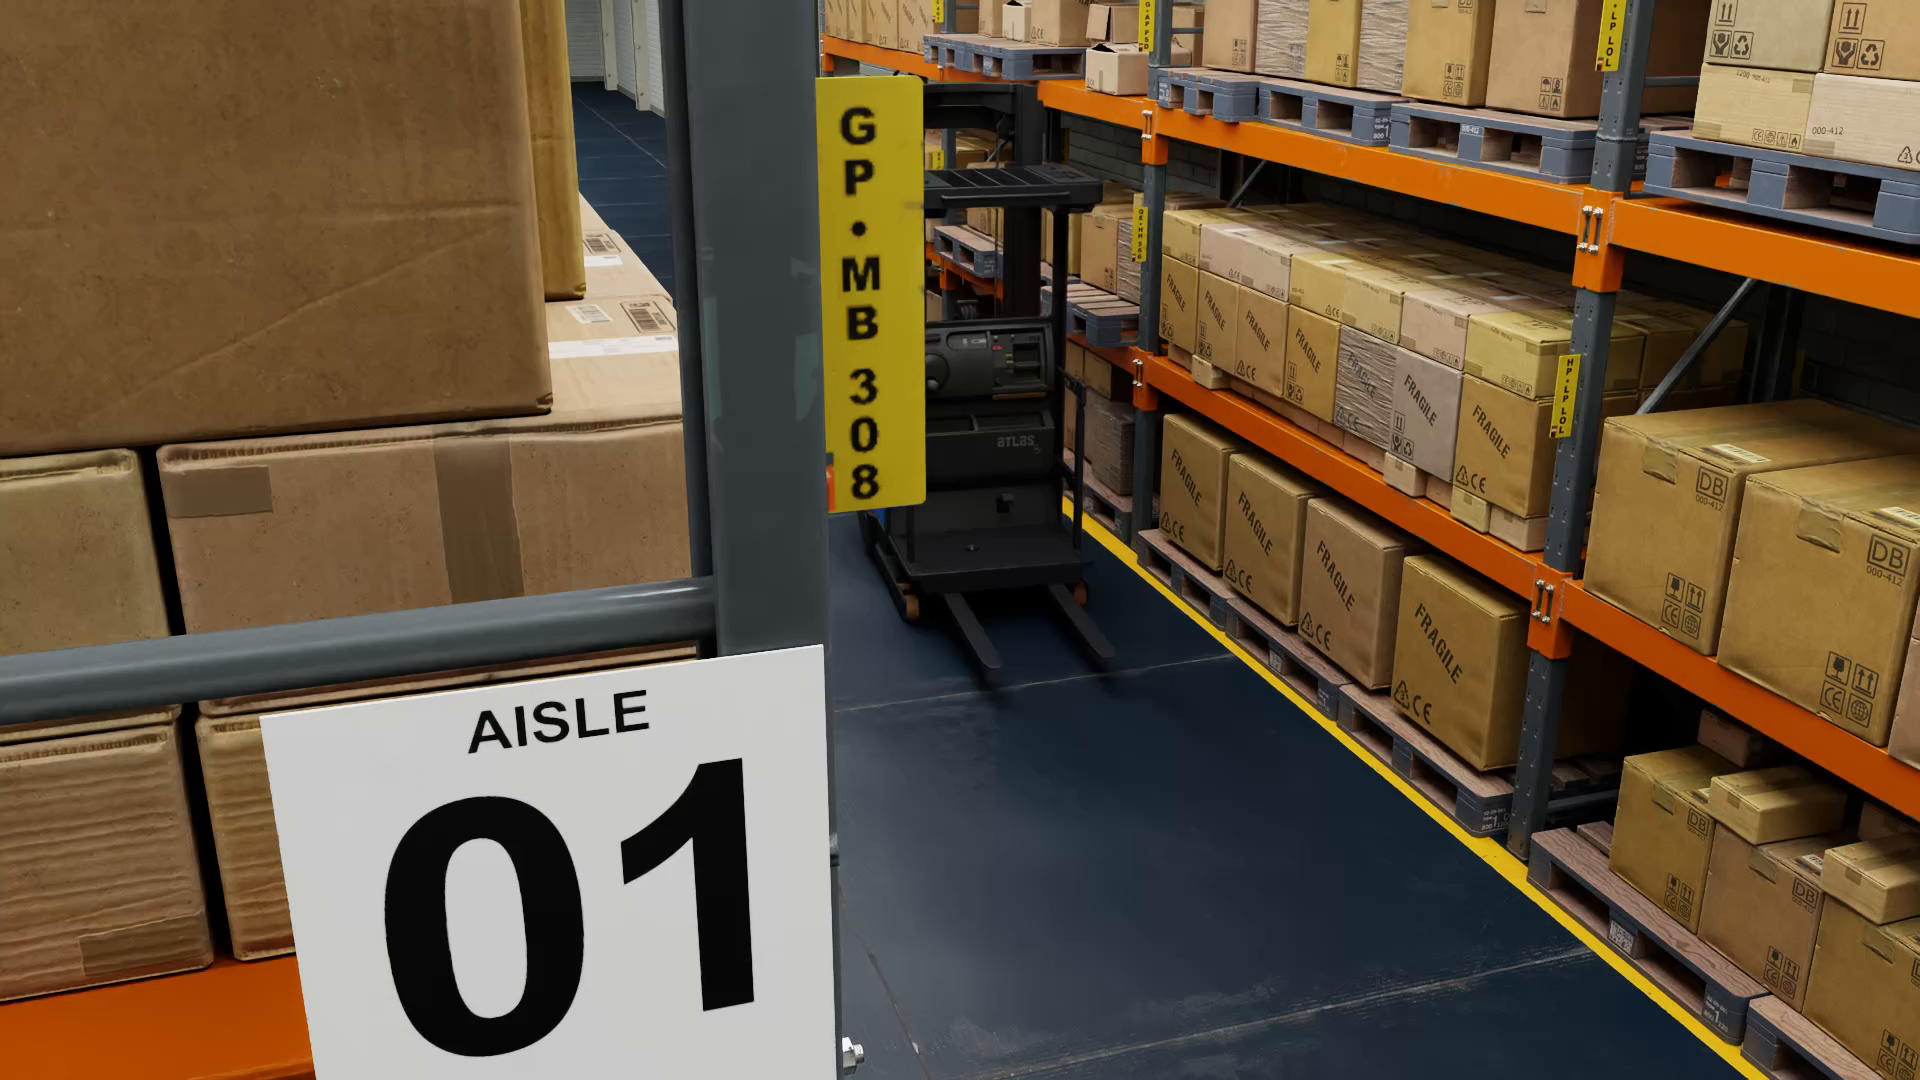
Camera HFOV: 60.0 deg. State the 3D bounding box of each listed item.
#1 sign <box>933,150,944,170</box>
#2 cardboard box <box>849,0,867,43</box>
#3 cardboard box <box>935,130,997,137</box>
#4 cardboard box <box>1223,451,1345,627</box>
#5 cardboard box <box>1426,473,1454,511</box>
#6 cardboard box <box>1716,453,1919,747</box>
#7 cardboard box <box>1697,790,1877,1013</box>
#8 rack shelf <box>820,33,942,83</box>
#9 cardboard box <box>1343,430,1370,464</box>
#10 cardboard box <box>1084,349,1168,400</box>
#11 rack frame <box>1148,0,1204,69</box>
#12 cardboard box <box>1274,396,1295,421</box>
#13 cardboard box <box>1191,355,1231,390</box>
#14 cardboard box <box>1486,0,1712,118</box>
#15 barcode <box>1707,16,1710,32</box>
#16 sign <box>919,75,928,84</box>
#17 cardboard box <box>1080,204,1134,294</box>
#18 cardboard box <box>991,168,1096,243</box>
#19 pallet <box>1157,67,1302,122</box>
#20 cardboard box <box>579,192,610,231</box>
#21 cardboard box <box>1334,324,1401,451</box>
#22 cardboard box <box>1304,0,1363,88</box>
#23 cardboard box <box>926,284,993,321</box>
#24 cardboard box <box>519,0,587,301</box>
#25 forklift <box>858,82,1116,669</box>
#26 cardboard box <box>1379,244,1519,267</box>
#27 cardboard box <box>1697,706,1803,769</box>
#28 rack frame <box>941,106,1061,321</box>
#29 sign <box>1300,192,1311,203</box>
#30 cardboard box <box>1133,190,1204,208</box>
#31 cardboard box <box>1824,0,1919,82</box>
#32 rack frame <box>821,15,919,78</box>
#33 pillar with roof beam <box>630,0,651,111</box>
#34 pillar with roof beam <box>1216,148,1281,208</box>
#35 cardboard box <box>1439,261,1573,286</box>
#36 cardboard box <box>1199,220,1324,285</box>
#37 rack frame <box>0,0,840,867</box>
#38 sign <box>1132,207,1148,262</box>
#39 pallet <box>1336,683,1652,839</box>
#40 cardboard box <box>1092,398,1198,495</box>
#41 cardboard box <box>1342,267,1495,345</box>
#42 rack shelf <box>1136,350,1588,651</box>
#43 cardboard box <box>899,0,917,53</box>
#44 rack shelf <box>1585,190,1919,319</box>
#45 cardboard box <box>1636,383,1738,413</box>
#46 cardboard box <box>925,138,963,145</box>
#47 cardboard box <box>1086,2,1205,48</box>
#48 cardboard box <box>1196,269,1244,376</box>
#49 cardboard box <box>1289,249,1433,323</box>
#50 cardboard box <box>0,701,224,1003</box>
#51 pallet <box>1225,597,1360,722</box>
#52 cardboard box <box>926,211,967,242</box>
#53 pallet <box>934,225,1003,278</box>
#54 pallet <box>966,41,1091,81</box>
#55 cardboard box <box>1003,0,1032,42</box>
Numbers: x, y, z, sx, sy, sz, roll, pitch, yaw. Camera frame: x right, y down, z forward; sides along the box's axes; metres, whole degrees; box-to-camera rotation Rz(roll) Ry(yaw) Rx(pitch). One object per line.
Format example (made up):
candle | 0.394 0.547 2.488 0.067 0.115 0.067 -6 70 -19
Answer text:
sign | -0.173 -3.022 13.613 0.100 0.325 0.005 -6 21 -17
cardboard box | -0.748 -4.951 15.647 0.500 0.500 0.500 -5 20 -15
cardboard box | 0.080 -3.467 15.214 0.500 0.500 0.500 -6 21 -16
cardboard box | 1.973 -0.046 9.165 0.750 0.750 0.750 -6 21 -17
cardboard box | 2.339 -0.244 7.500 0.380 0.149 0.250 -6 21 -16
cardboard box | 3.233 0.162 5.585 0.980 0.700 0.700 -7 21 -19
cardboard box | 3.147 1.283 5.983 0.700 0.500 0.500 -7 21 -18
rack shelf | -0.289 -4.390 15.328 1.077 0.370 4.000 -6 21 -17
cardboard box | 2.121 -0.490 8.185 0.380 0.149 0.250 -7 21 -19
cardboard box | 1.201 -1.190 11.730 0.500 0.250 0.500 -6 21 -16
rack frame | 1.597 -4.215 9.339 1.000 3.000 0.127 -6 21 -17
cardboard box | 1.911 -0.742 8.888 0.380 0.149 0.250 -6 21 -16
cardboard box | 1.555 -0.976 9.539 0.380 0.149 0.250 -6 21 -16
cardboard box | 2.682 -2.068 7.000 0.700 0.500 0.500 -8 21 -20
barcode | 3.007 -2.055 6.638 0.001 0.075 0.075 -5 20 -12
sign | -0.384 -4.705 17.398 0.100 0.325 0.005 -6 21 -17
cardboard box | 1.238 -1.972 11.170 0.700 0.500 0.500 -8 21 -22
cardboard box | 0.636 -2.582 12.869 0.700 0.500 0.500 -4 20 -12
pallet | 1.850 -2.513 9.318 1.213 0.211 1.003 -5 20 -15
cardboard box | -0.818 -0.387 2.600 0.500 0.250 0.500 -6 21 -17
cardboard box | 2.150 -0.750 7.951 0.500 0.500 0.500 -6 21 -17
cardboard box | 2.182 -2.564 8.383 0.700 0.500 0.500 -5 20 -14
cardboard box | -0.025 -2.035 15.191 0.500 0.500 0.500 -8 21 -21
cardboard box | -0.844 -0.559 1.970 0.700 0.500 0.500 -6 21 -17
forklift | 0.141 -1.041 9.480 1.130 2.935 3.031 -4 20 -12
cardboard box | 2.464 -1.328 8.449 0.500 0.250 0.500 -7 21 -18
cardboard box | 3.135 0.749 6.511 0.380 0.149 0.250 -7 21 -18
rack frame | 0.340 -2.675 13.927 1.000 3.000 0.127 -6 21 -17
sign | 2.123 -1.996 10.325 0.100 0.325 0.005 -6 21 -17
cardboard box | 1.345 -2.160 10.735 0.380 0.149 0.250 -10 22 -26
cardboard box | 2.979 -1.624 4.906 0.500 0.500 0.500 -7 21 -18
rack frame | -0.918 -3.959 17.501 1.000 3.000 0.127 -6 21 -17
pillar with roof beam | -11.507 -13.894 36.286 9.100 9.000 0.400 -6 21 -17
pillar with roof beam | -2.077 -4.267 9.483 9.100 9.000 0.400 -6 21 -17
cardboard box | 2.624 -1.160 7.982 0.500 0.250 0.500 -7 21 -19
cardboard box | 1.664 -1.595 9.194 0.500 0.250 0.500 -7 21 -18
rack frame | -0.590 -1.120 0.723 1.000 3.000 0.127 -6 21 -17
sign | 1.085 -1.838 10.002 0.100 0.325 0.005 -6 21 -17
pallet | 2.540 0.965 7.918 1.003 0.211 1.213 -6 21 -17
cardboard box | 1.321 -0.648 11.329 0.700 0.500 0.500 -6 21 -16
cardboard box | 2.153 -1.109 7.839 0.500 0.250 0.500 -6 21 -16
rack shelf | 2.225 -0.411 8.688 1.077 0.370 4.000 -6 21 -17
cardboard box | -0.201 -4.443 14.233 0.500 0.500 0.500 -8 21 -22
rack shelf | 3.483 -0.539 4.607 1.077 0.370 4.000 -6 21 -17
cardboard box | 2.949 -0.479 7.194 0.500 0.500 0.500 -7 21 -19
cardboard box | -0.265 -3.245 14.597 0.500 0.500 0.500 -7 21 -18
cardboard box | 1.277 -3.287 11.011 0.797 0.503 0.637 -3 20 -10
cardboard box | 1.662 -1.236 9.302 0.500 0.500 0.500 -6 21 -15
cardboard box | 1.992 -1.272 8.294 0.500 0.250 0.500 -7 21 -18
cardboard box | -1.002 0.225 1.636 0.500 0.250 0.500 -6 21 -17
pallet | 2.153 0.573 9.010 1.003 0.211 1.213 -6 21 -17
cardboard box | -0.097 -2.734 14.282 0.500 0.250 0.500 -6 21 -17
pallet | 0.442 -2.324 13.233 1.003 0.211 1.213 -6 21 -17
pallet | 0.761 -3.456 11.943 1.213 0.211 1.003 -6 21 -17
cardboard box | 0.629 -3.861 12.302 0.500 0.311 0.500 -6 21 -15
